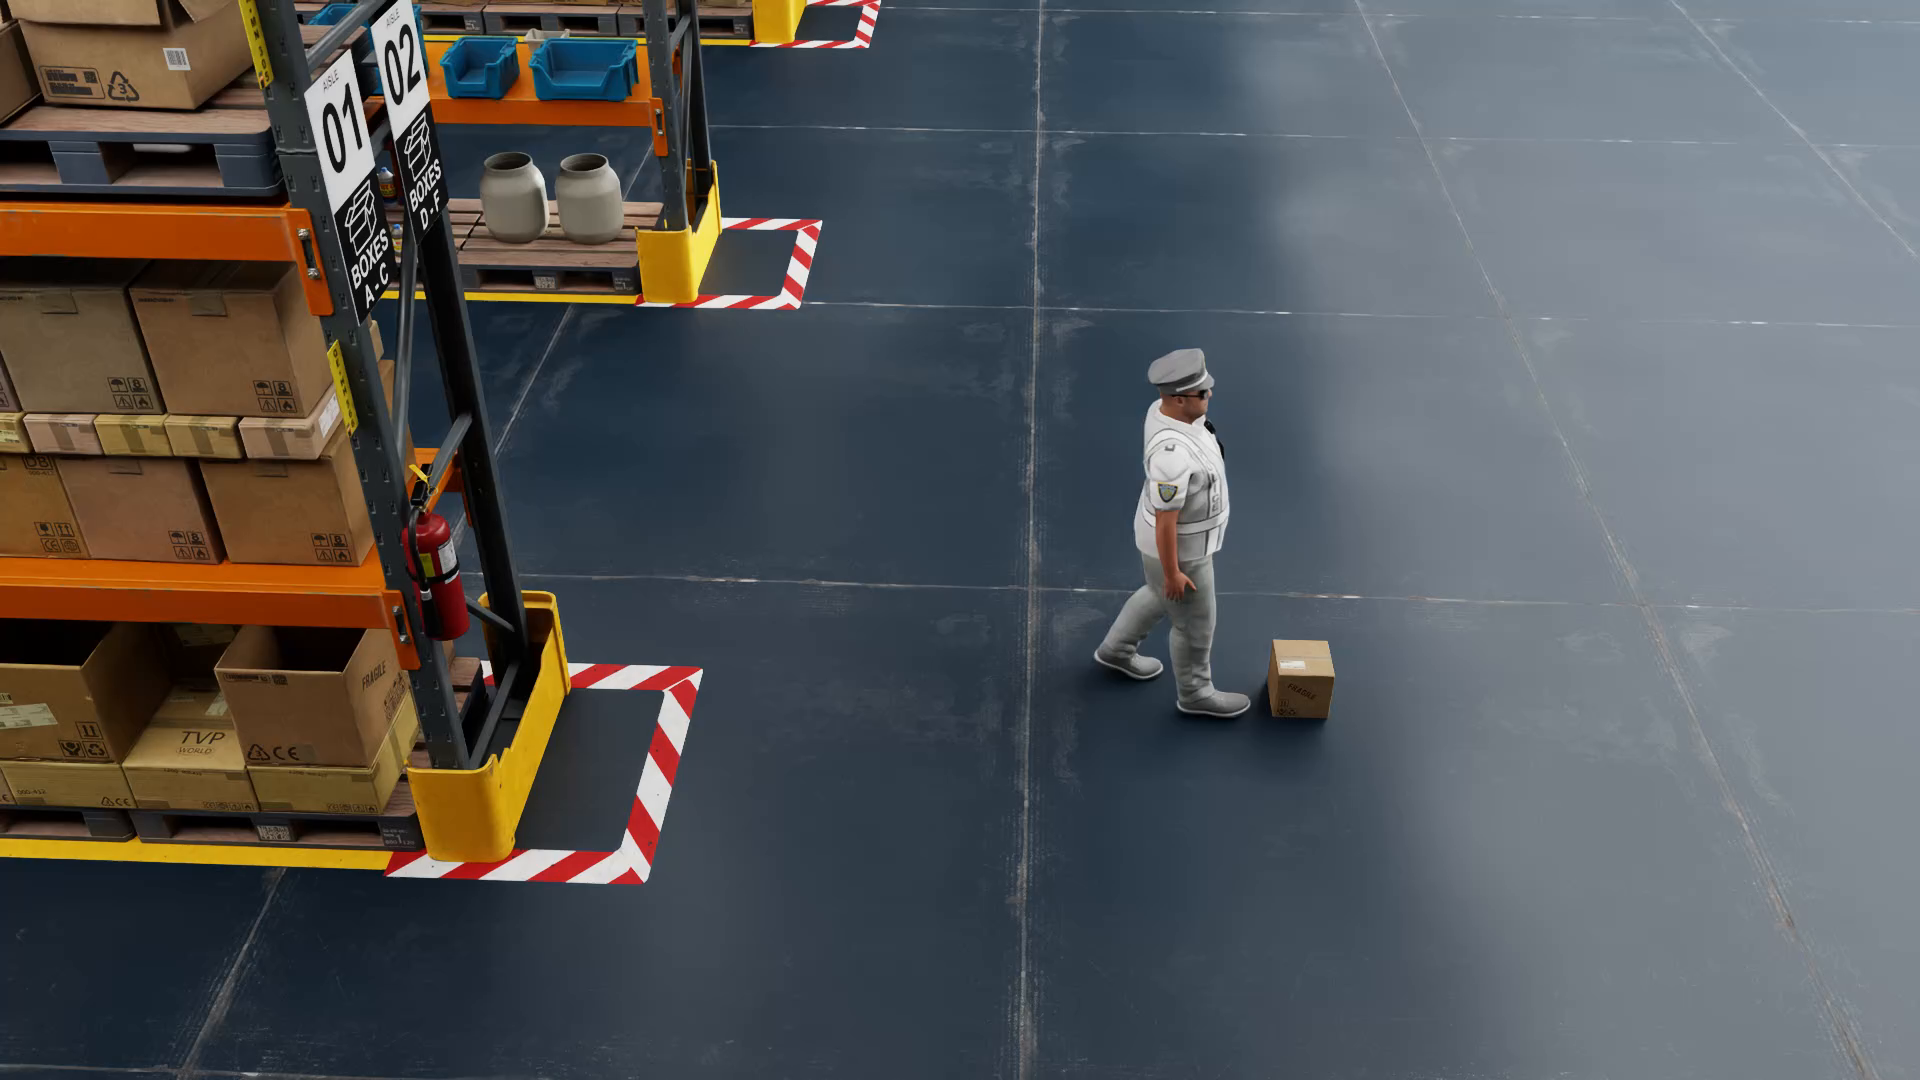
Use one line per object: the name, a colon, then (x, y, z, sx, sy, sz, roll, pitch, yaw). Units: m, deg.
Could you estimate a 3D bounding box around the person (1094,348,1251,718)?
person: (0.963, -0.017, 7.107, 0.711, 1.764, 0.556, 3, 36, 4)
